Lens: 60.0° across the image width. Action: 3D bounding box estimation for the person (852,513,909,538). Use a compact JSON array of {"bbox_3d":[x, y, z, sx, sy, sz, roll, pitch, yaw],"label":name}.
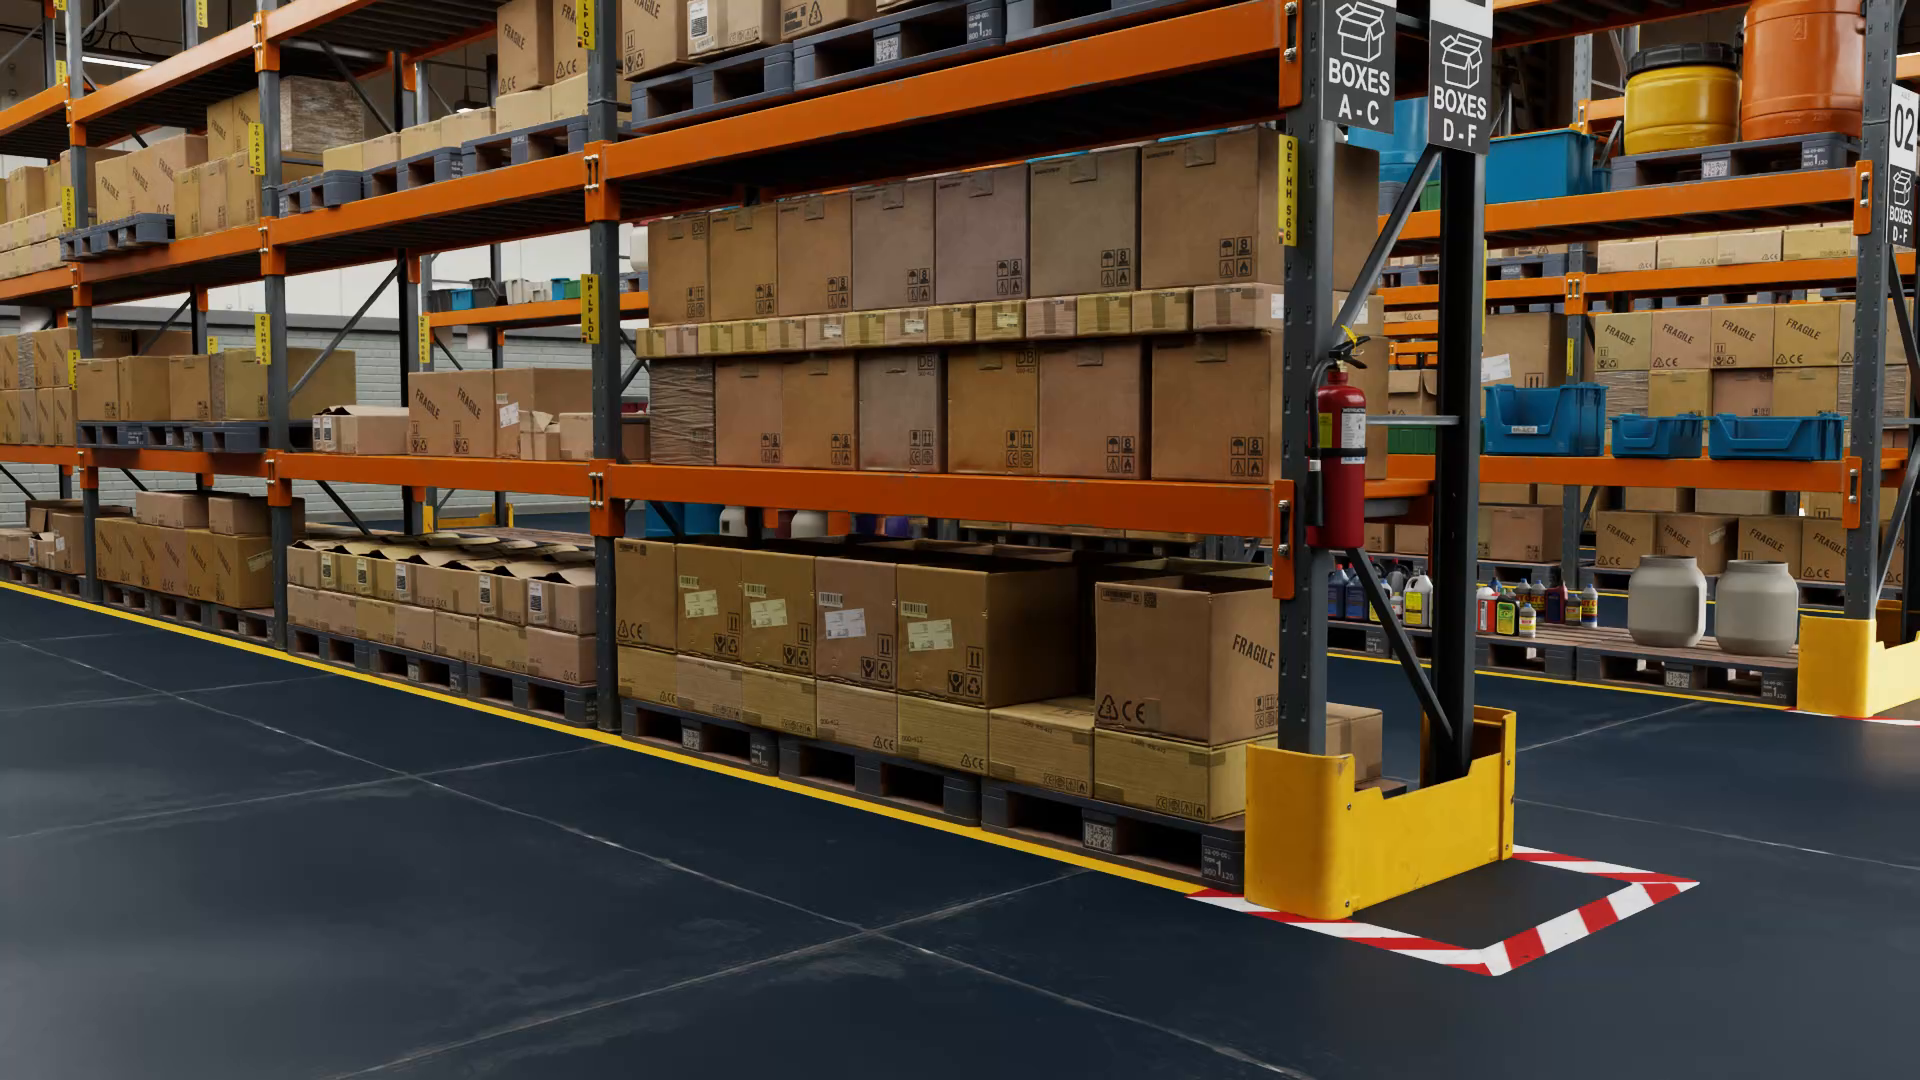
[{"bbox_3d":[-0.481,-0.046,10.556,0.544,1.695,0.540,0,4,6],"label":"person"}]
